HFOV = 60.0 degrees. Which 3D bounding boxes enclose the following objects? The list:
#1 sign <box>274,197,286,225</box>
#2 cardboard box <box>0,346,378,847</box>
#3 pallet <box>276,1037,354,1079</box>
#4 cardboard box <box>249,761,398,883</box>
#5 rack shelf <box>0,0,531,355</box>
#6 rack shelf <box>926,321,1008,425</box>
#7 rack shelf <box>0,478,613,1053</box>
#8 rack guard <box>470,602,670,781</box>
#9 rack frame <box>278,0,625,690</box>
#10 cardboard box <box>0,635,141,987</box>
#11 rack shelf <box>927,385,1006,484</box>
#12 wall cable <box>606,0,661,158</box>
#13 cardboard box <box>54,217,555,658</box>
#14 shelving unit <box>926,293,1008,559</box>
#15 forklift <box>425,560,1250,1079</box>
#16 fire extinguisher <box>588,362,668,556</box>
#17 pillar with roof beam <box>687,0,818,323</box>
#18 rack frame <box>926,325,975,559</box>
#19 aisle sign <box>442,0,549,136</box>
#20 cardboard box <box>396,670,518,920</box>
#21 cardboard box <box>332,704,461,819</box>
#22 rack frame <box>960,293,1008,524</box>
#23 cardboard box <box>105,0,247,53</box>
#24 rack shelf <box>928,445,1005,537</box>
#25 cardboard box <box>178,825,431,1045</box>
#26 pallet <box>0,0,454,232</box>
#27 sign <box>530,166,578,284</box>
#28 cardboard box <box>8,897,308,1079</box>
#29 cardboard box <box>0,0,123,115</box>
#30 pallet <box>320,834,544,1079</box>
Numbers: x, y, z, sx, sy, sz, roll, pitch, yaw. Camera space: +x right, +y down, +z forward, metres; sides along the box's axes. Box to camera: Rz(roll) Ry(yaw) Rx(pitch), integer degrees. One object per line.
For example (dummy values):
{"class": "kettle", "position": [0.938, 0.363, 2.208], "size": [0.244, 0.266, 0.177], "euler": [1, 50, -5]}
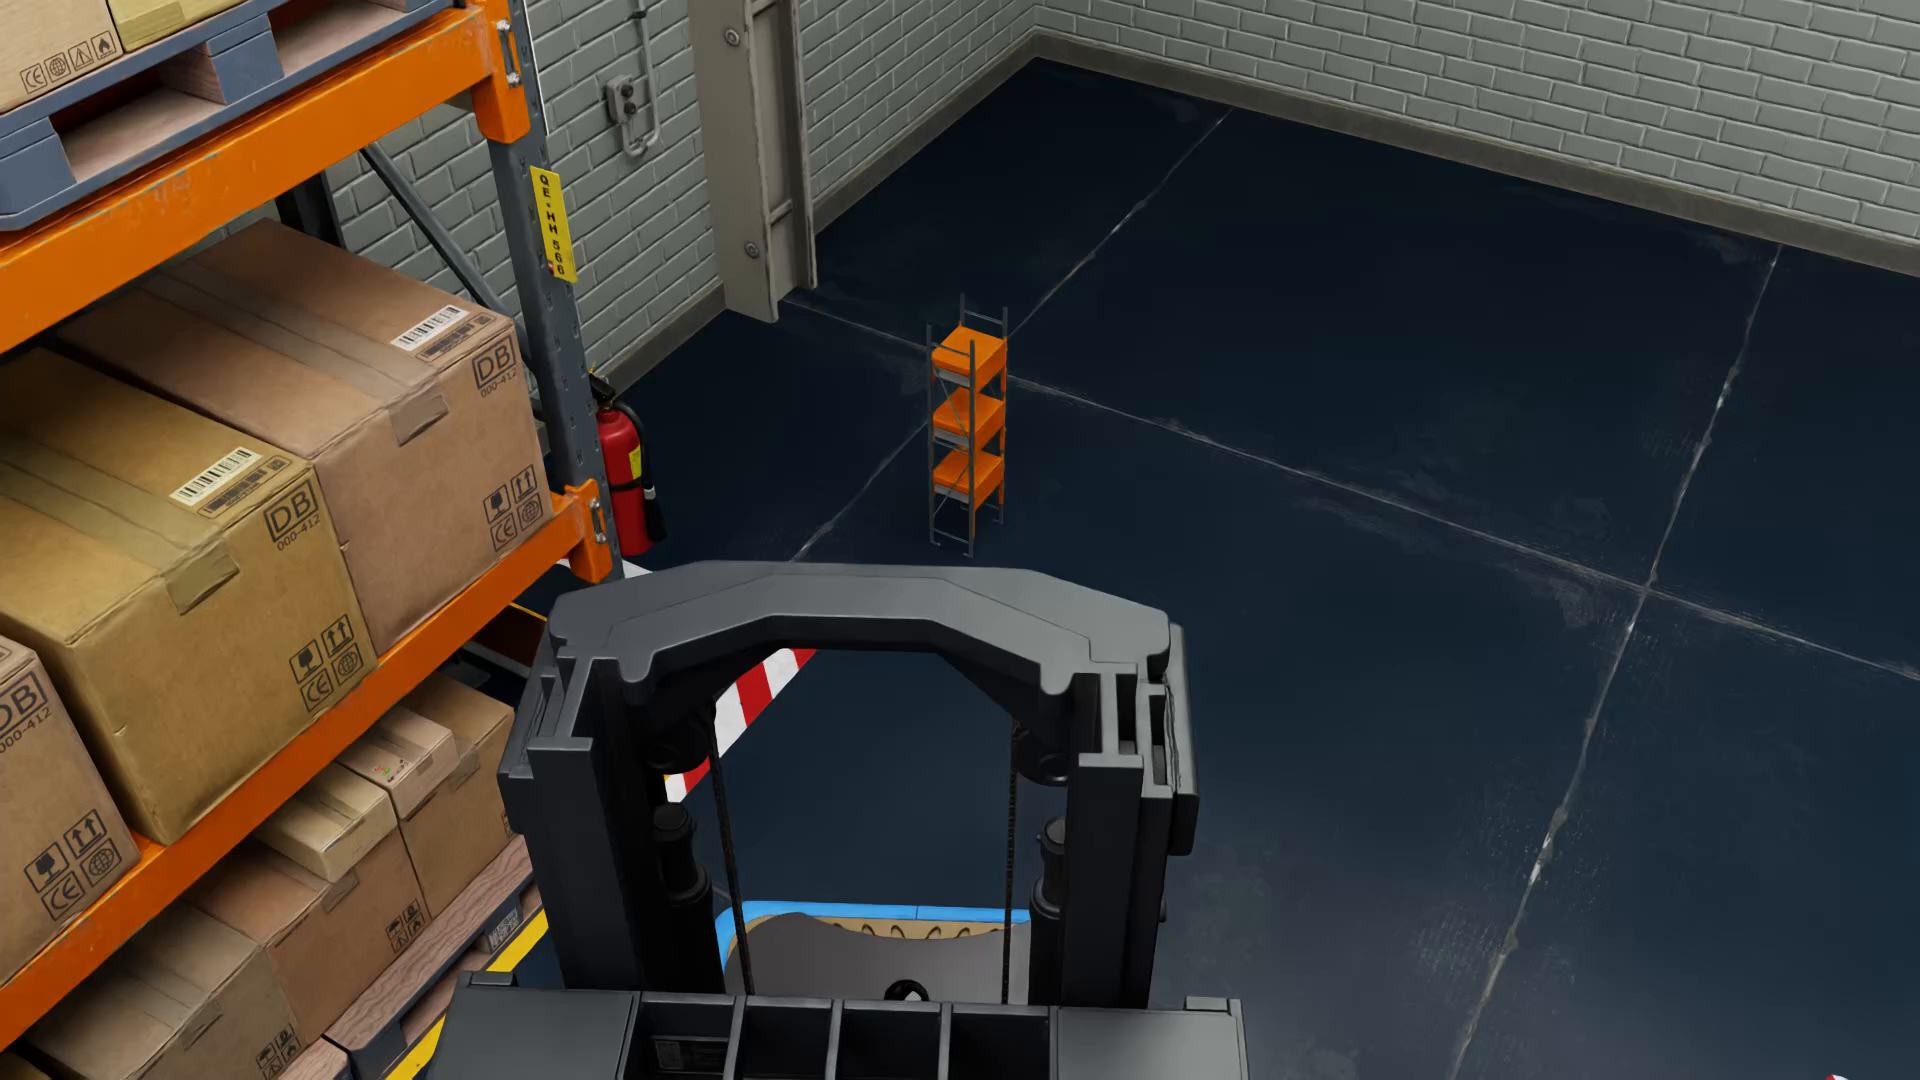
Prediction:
{"class": "sign", "position": [-2.007, -1.030, 4.935], "size": [0.100, 0.325, 0.005], "euler": [21, 45, 22]}
{"class": "cardboard box", "position": [-2.130, 0.114, 4.123], "size": [0.980, 0.700, 0.700], "euler": [21, 45, 22]}
{"class": "pallet", "position": [-2.473, 1.737, 4.618], "size": [1.003, 0.211, 1.213], "euler": [21, 45, 22]}
{"class": "cardboard box", "position": [-1.827, 0.763, 4.697], "size": [0.380, 0.149, 0.250], "euler": [22, 46, 23]}
{"class": "rack shelf", "position": [-2.530, -0.199, 2.981], "size": [1.077, 0.370, 4.000], "euler": [21, 45, 22]}
{"class": "rack shelf", "position": [0.027, -0.630, 6.257], "size": [0.215, 0.259, 0.240], "euler": [21, 45, 22]}
{"class": "rack shelf", "position": [-2.530, 0.926, 3.973], "size": [1.077, 0.370, 4.000], "euler": [21, 45, 22]}
{"class": "rack guard", "position": [-1.517, 0.436, 5.876], "size": [1.175, 0.500, 0.348], "euler": [21, 45, 22]}
{"class": "rack frame", "position": [-1.529, -0.488, 5.035], "size": [1.000, 3.000, 0.127], "euler": [21, 45, 22]}
{"class": "cardboard box", "position": [-2.520, 0.548, 3.631], "size": [0.980, 0.700, 0.700], "euler": [19, 45, 20]}
{"class": "rack shelf", "position": [0.027, -0.417, 6.445], "size": [0.215, 0.259, 0.240], "euler": [21, 45, 22]}
{"class": "wall cable", "position": [-1.707, -1.915, 5.886], "size": [0.084, 1.984, 1.851], "euler": [21, 45, 22]}
{"class": "cardboard box", "position": [-1.776, -0.305, 4.600], "size": [0.980, 0.700, 0.700], "euler": [23, 46, 24]}
{"class": "shelving unit", "position": [0.027, -0.425, 6.438], "size": [0.215, 1.050, 0.252], "euler": [21, 45, 22]}
{"class": "forklift", "position": [-0.167, 1.583, 2.734], "size": [1.130, 2.935, 3.031], "euler": [2, 41, 2]}
{"class": "fire extinguisher", "position": [-1.054, -0.253, 5.108], "size": [0.296, 0.674, 0.183], "euler": [21, 45, 22]}
{"class": "pillar with roof beam", "position": [2.800, -3.147, 3.514], "size": [9.100, 9.000, 0.400], "euler": [21, 45, 22]}
{"class": "rack frame", "position": [-0.034, -0.355, 6.359], "size": [0.200, 1.050, 0.008], "euler": [21, 45, 22]}
{"class": "aisle sign", "position": [-1.233, -1.406, 4.109], "size": [0.394, 0.787, 0.004], "euler": [21, 45, 22]}
{"class": "cardboard box", "position": [-1.793, 0.726, 5.229], "size": [0.700, 0.500, 0.500], "euler": [21, 45, 22]}
{"class": "cardboard box", "position": [-1.699, 0.616, 4.863], "size": [0.380, 0.149, 0.250], "euler": [20, 45, 22]}
{"class": "rack frame", "position": [0.088, -0.494, 6.517], "size": [0.200, 1.050, 0.008], "euler": [21, 45, 22]}
{"class": "cardboard box", "position": [-1.666, -1.246, 3.345], "size": [0.500, 0.250, 0.500], "euler": [22, 46, 23]}
{"class": "rack shelf", "position": [0.027, -0.208, 6.628], "size": [0.215, 0.259, 0.240], "euler": [21, 45, 22]}
{"class": "cardboard box", "position": [-2.043, 1.012, 4.904], "size": [0.700, 0.500, 0.500], "euler": [21, 45, 22]}
{"class": "pallet", "position": [-1.891, -1.153, 3.587], "size": [1.003, 0.211, 1.213], "euler": [21, 45, 22]}
{"class": "sign", "position": [-1.066, -0.824, 4.361], "size": [0.100, 0.325, 0.005], "euler": [21, 45, 22]}
{"class": "cardboard box", "position": [-2.294, 1.300, 4.577], "size": [0.700, 0.500, 0.500], "euler": [19, 45, 21]}
{"class": "cardboard box", "position": [-1.925, -0.948, 3.007], "size": [0.500, 0.250, 0.500], "euler": [19, 45, 21]}
{"class": "pallet", "position": [-1.861, 1.042, 5.407], "size": [1.003, 0.211, 1.213], "euler": [21, 45, 22]}
